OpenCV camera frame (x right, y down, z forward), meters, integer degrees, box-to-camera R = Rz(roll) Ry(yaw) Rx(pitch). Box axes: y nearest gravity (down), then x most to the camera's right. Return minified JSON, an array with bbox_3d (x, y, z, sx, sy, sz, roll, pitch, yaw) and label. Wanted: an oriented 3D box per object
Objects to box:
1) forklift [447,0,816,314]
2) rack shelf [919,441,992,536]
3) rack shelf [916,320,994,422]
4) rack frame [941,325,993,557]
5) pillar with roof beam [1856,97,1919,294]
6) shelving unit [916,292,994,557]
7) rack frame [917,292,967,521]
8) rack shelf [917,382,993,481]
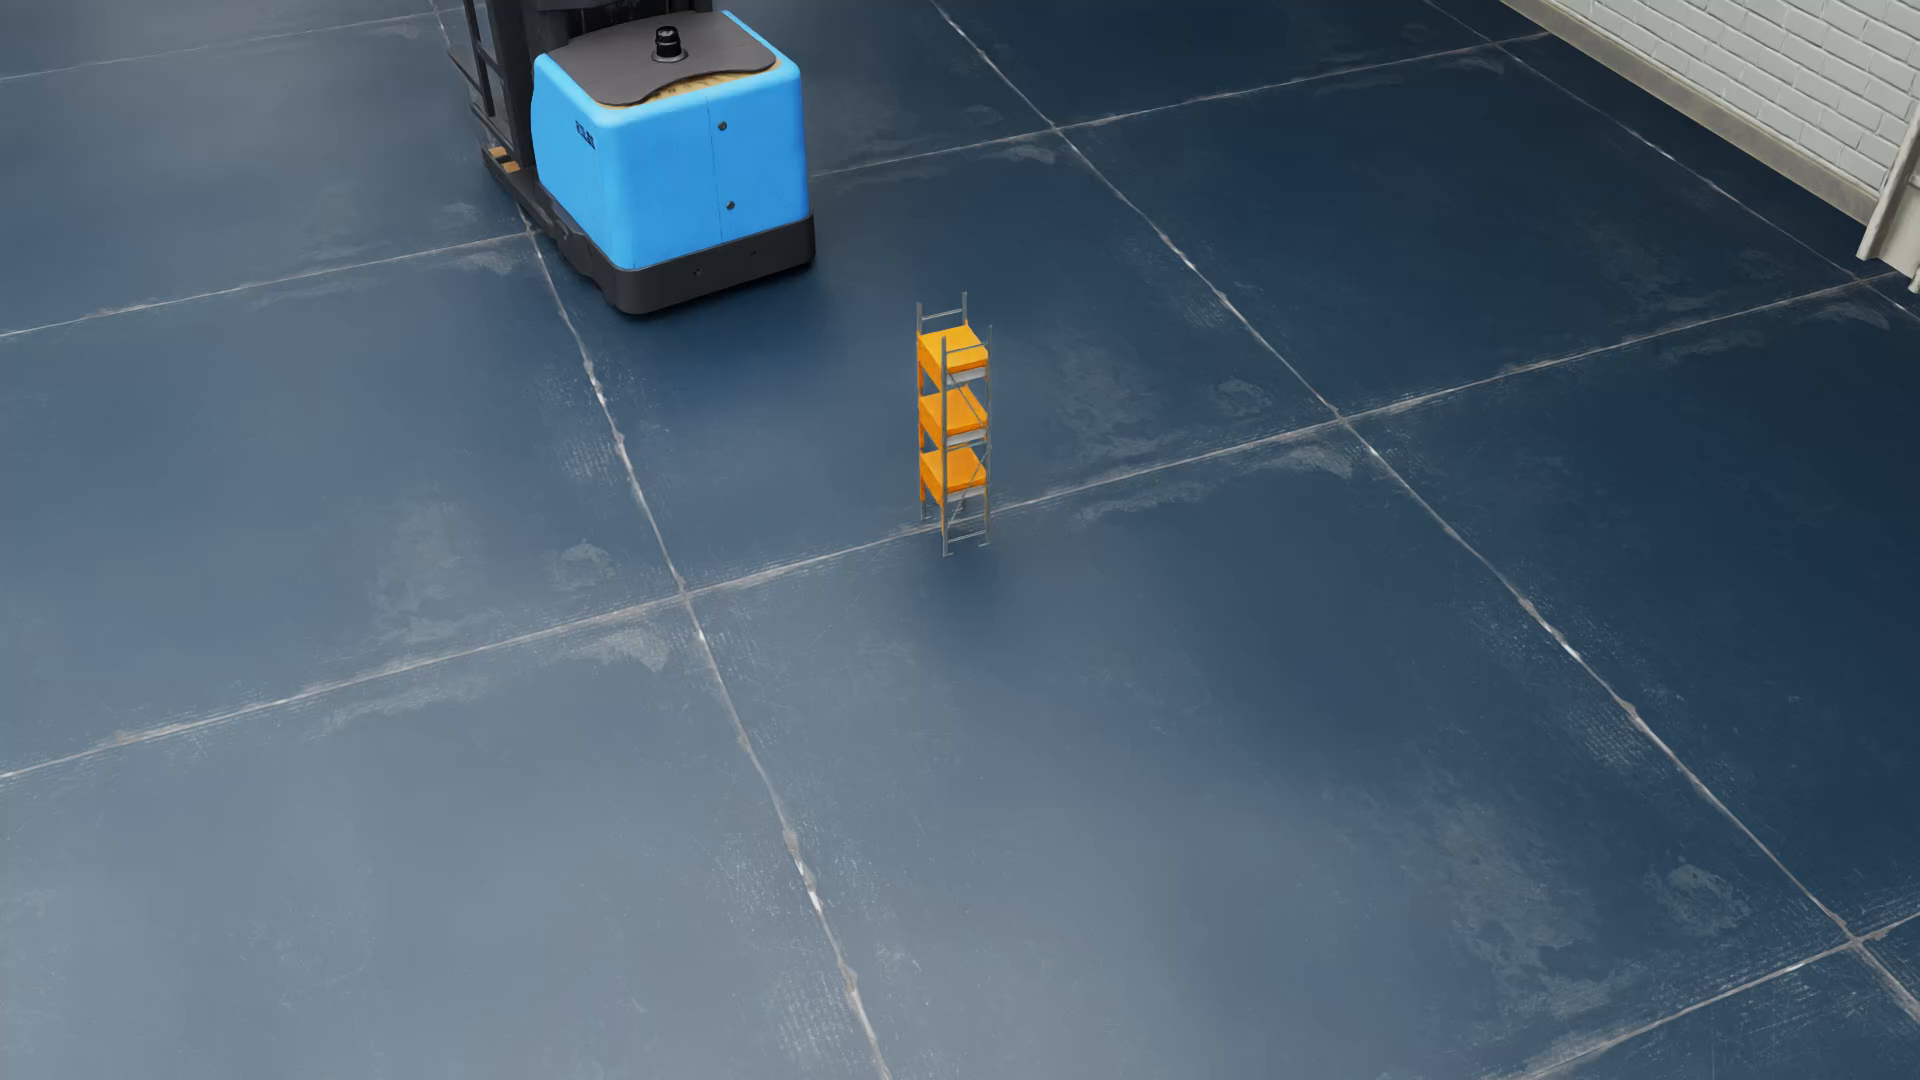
[{"bbox_3d":[-1.928,-3.117,8.127,1.130,2.935,3.031,-22,45,-24],"label":"forklift"},{"bbox_3d":[-0.020,-0.212,6.633,0.215,0.259,0.240,-15,43,-17],"label":"rack shelf"},{"bbox_3d":[-0.020,-0.637,6.267,0.215,0.259,0.240,-15,43,-17],"label":"rack shelf"},{"bbox_3d":[0.026,-0.357,6.360,0.200,1.050,0.008,-15,43,-17],"label":"rack frame"},{"bbox_3d":[0.777,-3.701,4.152,9.100,9.000,0.400,-15,43,-17],"label":"pillar with roof beam"},{"bbox_3d":[-0.020,-0.430,6.445,0.215,1.050,0.252,-15,43,-17],"label":"shelving unit"},{"bbox_3d":[-0.067,-0.504,6.531,0.200,1.050,0.008,-15,43,-17],"label":"rack frame"},{"bbox_3d":[-0.020,-0.422,6.452,0.215,0.259,0.240,-15,43,-17],"label":"rack shelf"}]
